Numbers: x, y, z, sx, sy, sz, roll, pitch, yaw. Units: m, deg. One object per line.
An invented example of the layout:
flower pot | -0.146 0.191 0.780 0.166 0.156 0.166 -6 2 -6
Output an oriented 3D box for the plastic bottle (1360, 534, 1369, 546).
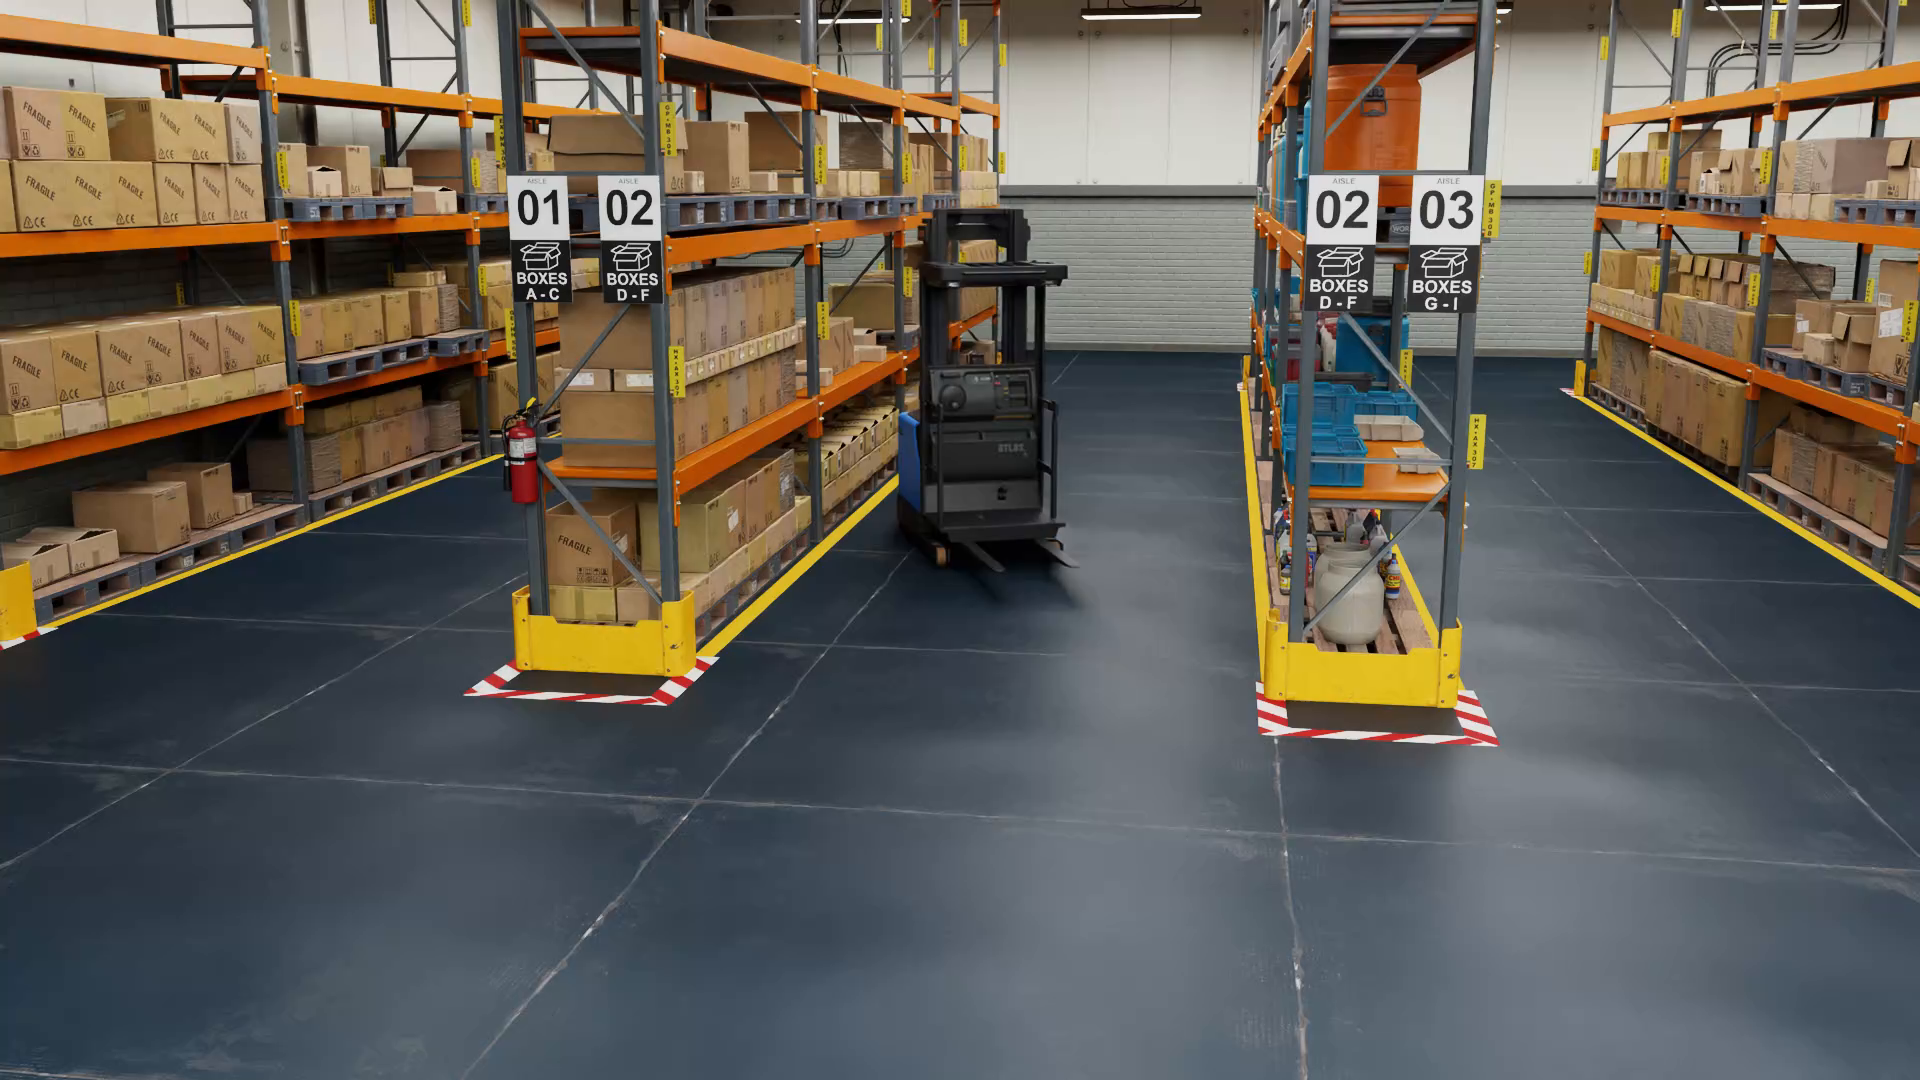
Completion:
plastic bottle | 3.127 0.091 12.855 0.061 0.283 0.133 2 12 9

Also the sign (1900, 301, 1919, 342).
sign | 7.500 -1.726 13.132 0.100 0.325 0.005 2 12 9

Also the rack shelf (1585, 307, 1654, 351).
rack shelf | 9.587 -2.872 22.909 1.077 0.370 4.000 2 12 9

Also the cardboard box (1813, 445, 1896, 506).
cardboard box | 8.427 -0.594 15.518 0.700 0.500 0.500 3 13 13

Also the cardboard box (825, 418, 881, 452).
cardboard box | -1.115 -1.102 17.184 0.500 0.311 0.500 2 12 8

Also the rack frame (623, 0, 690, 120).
rack frame | -4.789 -7.055 26.367 1.000 3.000 0.127 2 12 9

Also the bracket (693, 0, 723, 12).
bracket | -4.540 -9.850 30.793 0.076 0.066 3.189 2 12 9

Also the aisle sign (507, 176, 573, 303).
aisle sign | -2.655 -1.898 10.510 0.394 0.787 0.004 2 12 9

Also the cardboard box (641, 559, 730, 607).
cardboard box | -1.979 0.299 12.017 0.500 0.250 0.500 2 12 9

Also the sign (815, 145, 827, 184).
sign | -1.191 -3.204 14.206 0.100 0.325 0.005 2 12 9

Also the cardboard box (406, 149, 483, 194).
cardboard box | -6.003 -4.288 19.367 0.700 0.500 0.500 1 12 4

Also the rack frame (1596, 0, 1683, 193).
rack frame | 9.894 -6.573 24.133 1.000 3.000 0.127 2 12 9

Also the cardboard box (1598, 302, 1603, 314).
cardboard box | 9.436 -3.348 24.003 0.380 0.149 0.250 2 12 7

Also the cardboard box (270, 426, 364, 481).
cardboard box | -6.508 -0.880 16.846 0.700 0.500 0.500 2 12 8

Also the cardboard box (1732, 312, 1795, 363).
cardboard box | 8.495 -2.135 17.541 0.500 0.500 0.500 2 12 10

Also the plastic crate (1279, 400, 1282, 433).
plastic crate | 2.667 -0.926 12.672 0.450 0.188 0.662 2 12 9

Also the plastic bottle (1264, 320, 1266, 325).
plastic bottle | 3.714 -2.557 20.044 0.097 0.271 0.097 0 12 0

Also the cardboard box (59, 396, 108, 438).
cardboard box | -6.795 -0.928 12.486 0.500 0.250 0.500 1 12 7

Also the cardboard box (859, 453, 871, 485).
cardboard box | -1.196 -0.721 16.751 0.500 0.250 0.500 2 12 10

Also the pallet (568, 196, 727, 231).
pallet | -2.220 -2.201 11.176 1.003 0.211 1.213 2 12 9

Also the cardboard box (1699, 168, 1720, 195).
cardboard box | 9.021 -4.210 19.505 0.500 0.311 0.500 1 12 7

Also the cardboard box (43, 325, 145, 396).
cardboard box | -6.708 -1.394 12.869 0.500 0.500 0.500 1 12 7

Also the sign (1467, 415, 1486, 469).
sign | 3.082 -0.587 9.939 0.100 0.325 0.005 2 12 9

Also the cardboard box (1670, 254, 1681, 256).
cardboard box | 9.764 -3.549 22.209 0.500 0.500 0.500 1 12 7

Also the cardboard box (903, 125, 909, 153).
cardboard box | -0.894 -4.604 19.505 0.500 0.500 0.500 2 12 9

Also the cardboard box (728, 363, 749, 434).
cardboard box | -2.035 -1.099 12.738 0.700 0.500 0.500 2 12 10

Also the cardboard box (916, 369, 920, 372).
cardboard box | -0.302 -2.011 22.092 0.500 0.500 0.500 2 12 8

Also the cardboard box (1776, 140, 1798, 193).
cardboard box | 8.337 -3.645 16.243 0.500 0.500 0.500 2 12 9

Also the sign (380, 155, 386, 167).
sign | -6.567 -4.234 18.985 0.100 0.325 0.005 2 12 9

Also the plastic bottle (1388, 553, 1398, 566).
plastic bottle | 3.179 0.229 12.215 0.061 0.283 0.133 2 12 10

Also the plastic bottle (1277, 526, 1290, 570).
plastic bottle | 2.526 0.059 12.841 0.144 0.351 0.185 2 12 8

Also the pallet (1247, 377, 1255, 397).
pallet | 4.835 -2.267 25.013 1.003 0.211 1.213 2 12 9

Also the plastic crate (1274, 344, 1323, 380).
plastic crate | 2.927 -1.445 14.426 0.402 0.464 0.583 2 12 9

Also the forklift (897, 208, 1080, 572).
forklift | 0.252 -1.300 14.070 1.130 2.935 3.031 -3 12 -13

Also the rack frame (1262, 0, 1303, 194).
rack frame | 4.385 -5.901 21.014 1.000 3.000 0.127 2 12 9

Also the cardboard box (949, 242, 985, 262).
cardboard box | 0.079 -4.078 24.186 0.500 0.500 0.500 2 12 10

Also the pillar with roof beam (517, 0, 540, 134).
pillar with roof beam | -1.897 -6.256 22.663 9.100 9.000 0.400 2 12 9

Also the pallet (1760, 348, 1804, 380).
pallet | 8.659 -1.729 16.354 1.213 0.211 1.003 2 12 9

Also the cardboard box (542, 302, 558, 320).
cardboard box | -5.452 -3.074 21.147 0.500 0.500 0.500 2 12 10

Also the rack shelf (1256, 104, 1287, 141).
rack shelf | 4.693 -5.770 23.064 1.077 0.370 4.000 2 12 9

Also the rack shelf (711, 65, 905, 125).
rack shelf | -1.432 -4.266 16.085 1.077 0.370 4.000 2 12 9

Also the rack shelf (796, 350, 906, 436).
rack shelf | -1.432 -1.529 16.675 1.077 0.370 4.000 2 12 9

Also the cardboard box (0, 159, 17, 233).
cardboard box | -6.951 -2.378 11.501 0.500 0.500 0.500 2 12 10

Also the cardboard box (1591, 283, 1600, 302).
cardboard box | 9.554 -3.621 24.327 0.500 0.250 0.500 2 12 7

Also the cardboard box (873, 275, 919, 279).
cardboard box | -0.720 -3.014 20.624 0.700 0.500 0.500 -1 12 -6

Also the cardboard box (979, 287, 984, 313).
cardboard box | 0.070 -3.592 24.305 0.500 0.500 0.500 2 12 8

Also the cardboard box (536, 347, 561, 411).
cardboard box | -5.509 -2.119 21.812 0.750 0.750 0.750 2 12 10

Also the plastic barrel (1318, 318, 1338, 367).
plastic barrel | 3.823 -1.969 16.745 0.421 0.512 0.421 0 12 0

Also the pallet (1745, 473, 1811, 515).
pallet | 8.542 -0.449 16.577 1.003 0.211 1.213 2 12 9

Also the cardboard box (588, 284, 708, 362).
cardboard box | -2.186 -1.532 11.665 0.700 0.500 0.500 2 12 7

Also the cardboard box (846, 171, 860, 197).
cardboard box | -1.300 -3.570 16.680 0.500 0.250 0.500 2 12 8

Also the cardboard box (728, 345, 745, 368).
cardboard box | -1.844 -1.392 12.556 0.380 0.149 0.250 2 12 9

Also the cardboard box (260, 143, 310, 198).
cardboard box | -6.471 -3.456 15.554 0.500 0.500 0.500 4 13 17

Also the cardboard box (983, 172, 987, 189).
cardboard box | 0.122 -5.276 24.406 0.500 0.250 0.500 2 12 9

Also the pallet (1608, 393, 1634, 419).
pallet | 9.659 -1.855 23.100 1.003 0.211 1.213 2 12 9
